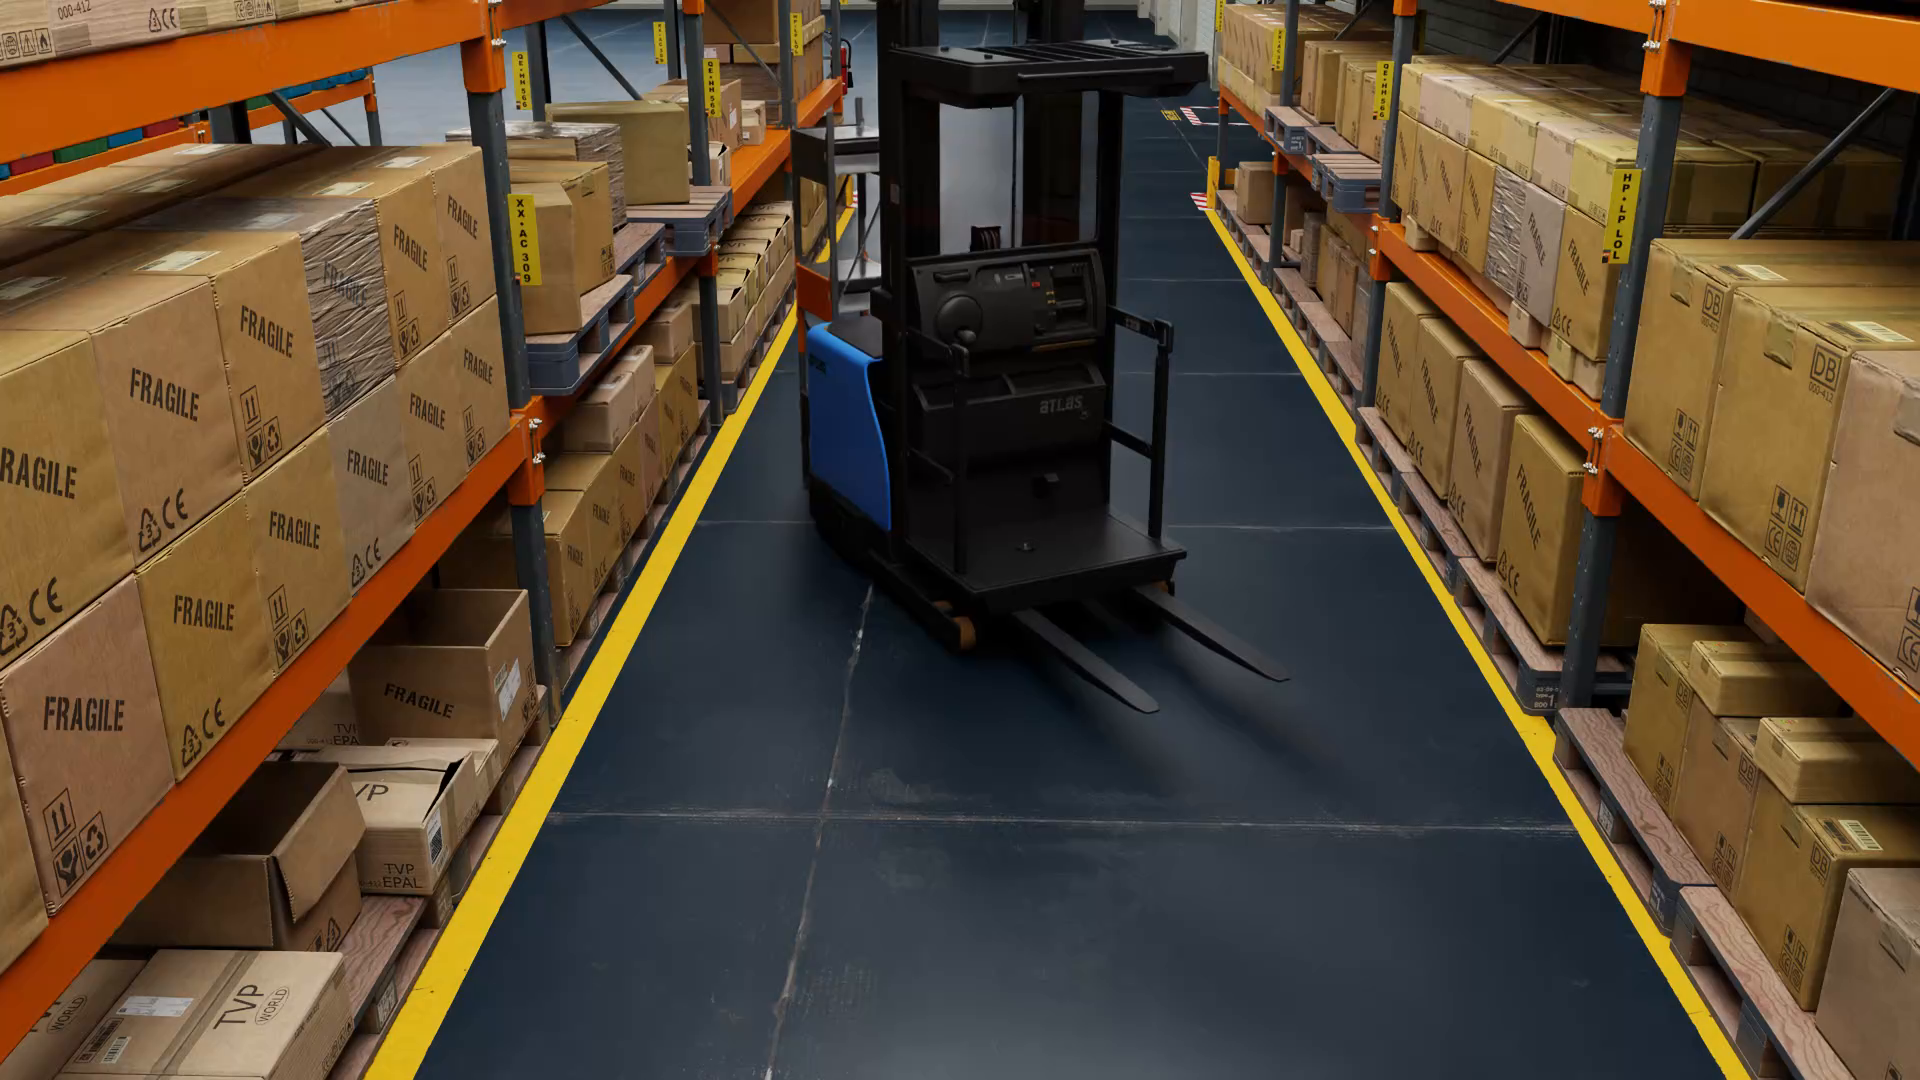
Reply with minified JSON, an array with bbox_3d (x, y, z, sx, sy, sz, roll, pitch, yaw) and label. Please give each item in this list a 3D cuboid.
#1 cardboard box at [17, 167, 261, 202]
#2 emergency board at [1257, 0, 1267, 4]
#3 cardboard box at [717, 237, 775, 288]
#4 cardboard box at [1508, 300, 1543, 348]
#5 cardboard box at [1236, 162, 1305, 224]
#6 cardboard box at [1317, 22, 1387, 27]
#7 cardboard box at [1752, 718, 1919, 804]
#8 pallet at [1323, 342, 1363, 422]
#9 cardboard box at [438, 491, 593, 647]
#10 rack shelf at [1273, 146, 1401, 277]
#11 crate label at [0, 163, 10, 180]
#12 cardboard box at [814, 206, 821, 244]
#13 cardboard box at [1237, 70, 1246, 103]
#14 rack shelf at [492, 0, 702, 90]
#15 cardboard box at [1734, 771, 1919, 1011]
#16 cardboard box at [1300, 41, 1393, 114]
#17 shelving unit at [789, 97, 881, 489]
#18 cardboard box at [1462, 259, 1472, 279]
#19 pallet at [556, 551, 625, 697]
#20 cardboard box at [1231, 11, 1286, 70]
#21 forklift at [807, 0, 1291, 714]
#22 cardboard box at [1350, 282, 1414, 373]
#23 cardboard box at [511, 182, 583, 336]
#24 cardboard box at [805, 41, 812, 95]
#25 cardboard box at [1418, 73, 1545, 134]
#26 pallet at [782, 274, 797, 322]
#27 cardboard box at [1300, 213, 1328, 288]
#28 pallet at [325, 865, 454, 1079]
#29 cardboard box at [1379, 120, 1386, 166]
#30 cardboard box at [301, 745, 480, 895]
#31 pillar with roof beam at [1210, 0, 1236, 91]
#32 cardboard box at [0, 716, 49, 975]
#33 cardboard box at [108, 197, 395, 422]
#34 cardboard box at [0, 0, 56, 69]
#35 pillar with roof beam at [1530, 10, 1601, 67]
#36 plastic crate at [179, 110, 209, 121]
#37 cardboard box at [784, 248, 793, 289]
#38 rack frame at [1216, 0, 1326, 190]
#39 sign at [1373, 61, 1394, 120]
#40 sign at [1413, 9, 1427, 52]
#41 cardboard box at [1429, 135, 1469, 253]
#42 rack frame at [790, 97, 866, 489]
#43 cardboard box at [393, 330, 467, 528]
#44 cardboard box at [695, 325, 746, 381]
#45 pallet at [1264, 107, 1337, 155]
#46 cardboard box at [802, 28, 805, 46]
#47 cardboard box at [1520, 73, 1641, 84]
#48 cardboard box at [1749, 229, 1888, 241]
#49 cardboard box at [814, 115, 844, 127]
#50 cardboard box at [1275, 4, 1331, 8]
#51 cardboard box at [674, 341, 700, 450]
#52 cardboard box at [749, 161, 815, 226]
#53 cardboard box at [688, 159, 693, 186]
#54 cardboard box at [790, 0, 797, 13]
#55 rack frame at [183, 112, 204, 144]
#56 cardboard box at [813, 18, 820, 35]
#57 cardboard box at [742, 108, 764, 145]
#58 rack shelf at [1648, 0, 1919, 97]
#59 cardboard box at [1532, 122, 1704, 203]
[{"bbox_3d":[-2.414,-0.831,5.005,0.500,0.500,0.500,0,21,0],"label":"cardboard box"},{"bbox_3d":[4.352,-7.758,24.377,0.194,1.169,0.643,1,21,2],"label":"emergency board"},{"bbox_3d":[-1.632,-2.041,12.087,0.500,0.311,0.500,0,21,1],"label":"cardboard box"},{"bbox_3d":[2.562,-0.918,7.067,0.380,0.149,0.250,1,21,2],"label":"cardboard box"},{"bbox_3d":[3.012,-3.278,15.678,0.700,0.500,0.500,-1,21,-2],"label":"cardboard box"},{"bbox_3d":[3.334,-4.156,14.235,0.500,0.500,0.500,1,21,1],"label":"cardboard box"},{"bbox_3d":[2.514,0.628,4.743,0.380,0.149,0.250,0,21,0],"label":"cardboard box"},{"bbox_3d":[2.995,-1.048,10.938,1.003,0.211,1.213,1,21,2],"label":"pallet"},{"bbox_3d":[-1.845,0.116,6.932,0.500,0.500,0.500,0,21,-1],"label":"cardboard box"},{"bbox_3d":[3.031,-2.453,11.700,1.077,0.370,4.000,1,21,2],"label":"rack shelf"},{"bbox_3d":[-6.632,-2.547,10.899,0.502,0.435,0.616,1,21,2],"label":"crate label"},{"bbox_3d":[-1.523,-2.824,14.881,0.500,0.250,0.500,1,21,2],"label":"cardboard box"},{"bbox_3d":[2.840,-4.170,15.309,0.500,0.250,0.500,1,21,2],"label":"cardboard box"},{"bbox_3d":[-2.043,-2.459,7.567,1.077,0.370,4.000,1,21,2],"label":"rack shelf"},{"bbox_3d":[2.686,0.987,4.714,0.700,0.500,0.500,1,21,3],"label":"cardboard box"},{"bbox_3d":[3.042,-3.580,12.862,0.700,0.500,0.500,1,21,2],"label":"cardboard box"},{"bbox_3d":[-0.582,-1.221,8.774,0.431,2.100,0.503,-10,23,-25],"label":"shelving unit"},{"bbox_3d":[2.717,-1.376,8.248,0.380,0.149,0.250,1,21,2],"label":"cardboard box"},{"bbox_3d":[-2.116,0.333,7.379,1.003,0.211,1.213,1,21,2],"label":"pallet"},{"bbox_3d":[2.851,-4.713,15.671,0.500,0.500,0.500,0,21,0],"label":"cardboard box"},{"bbox_3d":[0.324,-1.053,7.190,1.130,2.935,3.031,-10,23,-25],"label":"forklift"},{"bbox_3d":[2.940,-1.366,10.751,0.700,0.500,0.500,1,21,2],"label":"cardboard box"},{"bbox_3d":[-1.865,-1.084,6.457,0.700,0.500,0.500,-7,22,-17],"label":"cardboard box"},{"bbox_3d":[-1.797,-4.520,15.893,0.700,0.500,0.500,1,21,2],"label":"cardboard box"},{"bbox_3d":[2.683,-2.254,8.578,0.500,0.250,0.500,0,21,1],"label":"cardboard box"},{"bbox_3d":[-1.844,-1.998,13.387,1.003,0.211,1.213,1,21,2],"label":"pallet"},{"bbox_3d":[3.086,-2.285,13.119,0.700,0.500,0.500,1,21,3],"label":"cardboard box"},{"bbox_3d":[-2.160,1.318,4.840,1.003,0.211,1.213,1,21,2],"label":"pallet"},{"bbox_3d":[2.974,-2.487,10.046,0.700,0.500,0.500,-2,21,-5],"label":"cardboard box"},{"bbox_3d":[-1.860,0.856,5.284,0.500,0.311,0.500,1,21,2],"label":"cardboard box"},{"bbox_3d":[0.118,-11.879,26.703,9.100,9.000,0.400,1,21,2],"label":"pillar with roof beam"},{"bbox_3d":[-1.948,0.570,2.776,0.500,0.500,0.500,1,21,3],"label":"cardboard box"},{"bbox_3d":[-1.888,-0.632,4.491,0.500,0.500,0.500,1,21,2],"label":"cardboard box"},{"bbox_3d":[-1.927,-0.918,2.810,0.500,0.250,0.500,1,21,2],"label":"cardboard box"},{"bbox_3d":[-0.429,-5.370,9.930,9.100,9.000,0.400,1,21,2],"label":"pillar with roof beam"},{"bbox_3d":[-6.668,-3.780,14.210,0.767,0.338,0.504,1,21,2],"label":"plastic crate"},{"bbox_3d":[-1.600,-2.143,13.126,0.500,0.250,0.500,0,21,1],"label":"cardboard box"},{"bbox_3d":[3.213,-4.958,17.161,1.000,3.000,0.127,1,21,2],"label":"rack frame"},{"bbox_3d":[2.427,-2.571,9.517,0.100,0.325,0.005,1,21,2],"label":"sign"},{"bbox_3d":[3.646,-4.047,13.211,0.100,0.325,0.005,1,21,2],"label":"sign"},{"bbox_3d":[2.658,-1.719,8.235,0.500,0.500,0.500,1,21,1],"label":"cardboard box"},{"bbox_3d":[-0.691,-1.300,8.977,0.400,2.100,0.015,-10,23,-25],"label":"rack frame"},{"bbox_3d":[-1.876,-0.349,5.144,0.500,0.500,0.500,1,21,3],"label":"cardboard box"},{"bbox_3d":[-1.672,-1.219,10.744,0.500,0.250,0.500,1,21,1],"label":"cardboard box"},{"bbox_3d":[2.923,-3.148,12.760,1.003,0.211,1.213,1,21,2],"label":"pallet"},{"bbox_3d":[-1.615,-4.569,15.123,0.380,0.149,0.250,0,21,1],"label":"cardboard box"},{"bbox_3d":[3.196,-2.256,8.582,0.500,0.250,0.500,0,21,0],"label":"cardboard box"},{"bbox_3d":[3.114,-0.978,6.324,0.500,0.500,0.500,0,21,0],"label":"cardboard box"},{"bbox_3d":[-1.457,-4.078,17.075,0.500,0.500,0.500,1,21,2],"label":"cardboard box"},{"bbox_3d":[3.411,-5.074,16.603,0.500,0.500,0.500,0,21,1],"label":"cardboard box"},{"bbox_3d":[-1.776,-0.818,9.337,0.500,0.500,0.500,1,21,4],"label":"cardboard box"},{"bbox_3d":[-1.533,-2.993,14.279,0.500,0.500,0.500,1,21,2],"label":"cardboard box"},{"bbox_3d":[-1.927,-2.208,10.197,0.500,0.311,0.500,2,21,5],"label":"cardboard box"},{"bbox_3d":[-1.823,-4.741,14.669,0.700,0.500,0.500,1,21,2],"label":"cardboard box"},{"bbox_3d":[-6.811,-3.621,13.714,1.000,3.000,0.127,1,21,2],"label":"rack frame"},{"bbox_3d":[-1.574,-5.033,16.319,0.380,0.149,0.250,0,21,1],"label":"cardboard box"},{"bbox_3d":[-1.703,-3.182,12.770,0.396,0.266,0.258,0,21,0],"label":"cardboard box"},{"bbox_3d":[2.787,-0.959,3.702,1.077,0.370,4.000,1,21,2],"label":"rack shelf"},{"bbox_3d":[2.632,-1.520,6.686,0.500,0.250,0.500,1,21,3],"label":"cardboard box"}]
